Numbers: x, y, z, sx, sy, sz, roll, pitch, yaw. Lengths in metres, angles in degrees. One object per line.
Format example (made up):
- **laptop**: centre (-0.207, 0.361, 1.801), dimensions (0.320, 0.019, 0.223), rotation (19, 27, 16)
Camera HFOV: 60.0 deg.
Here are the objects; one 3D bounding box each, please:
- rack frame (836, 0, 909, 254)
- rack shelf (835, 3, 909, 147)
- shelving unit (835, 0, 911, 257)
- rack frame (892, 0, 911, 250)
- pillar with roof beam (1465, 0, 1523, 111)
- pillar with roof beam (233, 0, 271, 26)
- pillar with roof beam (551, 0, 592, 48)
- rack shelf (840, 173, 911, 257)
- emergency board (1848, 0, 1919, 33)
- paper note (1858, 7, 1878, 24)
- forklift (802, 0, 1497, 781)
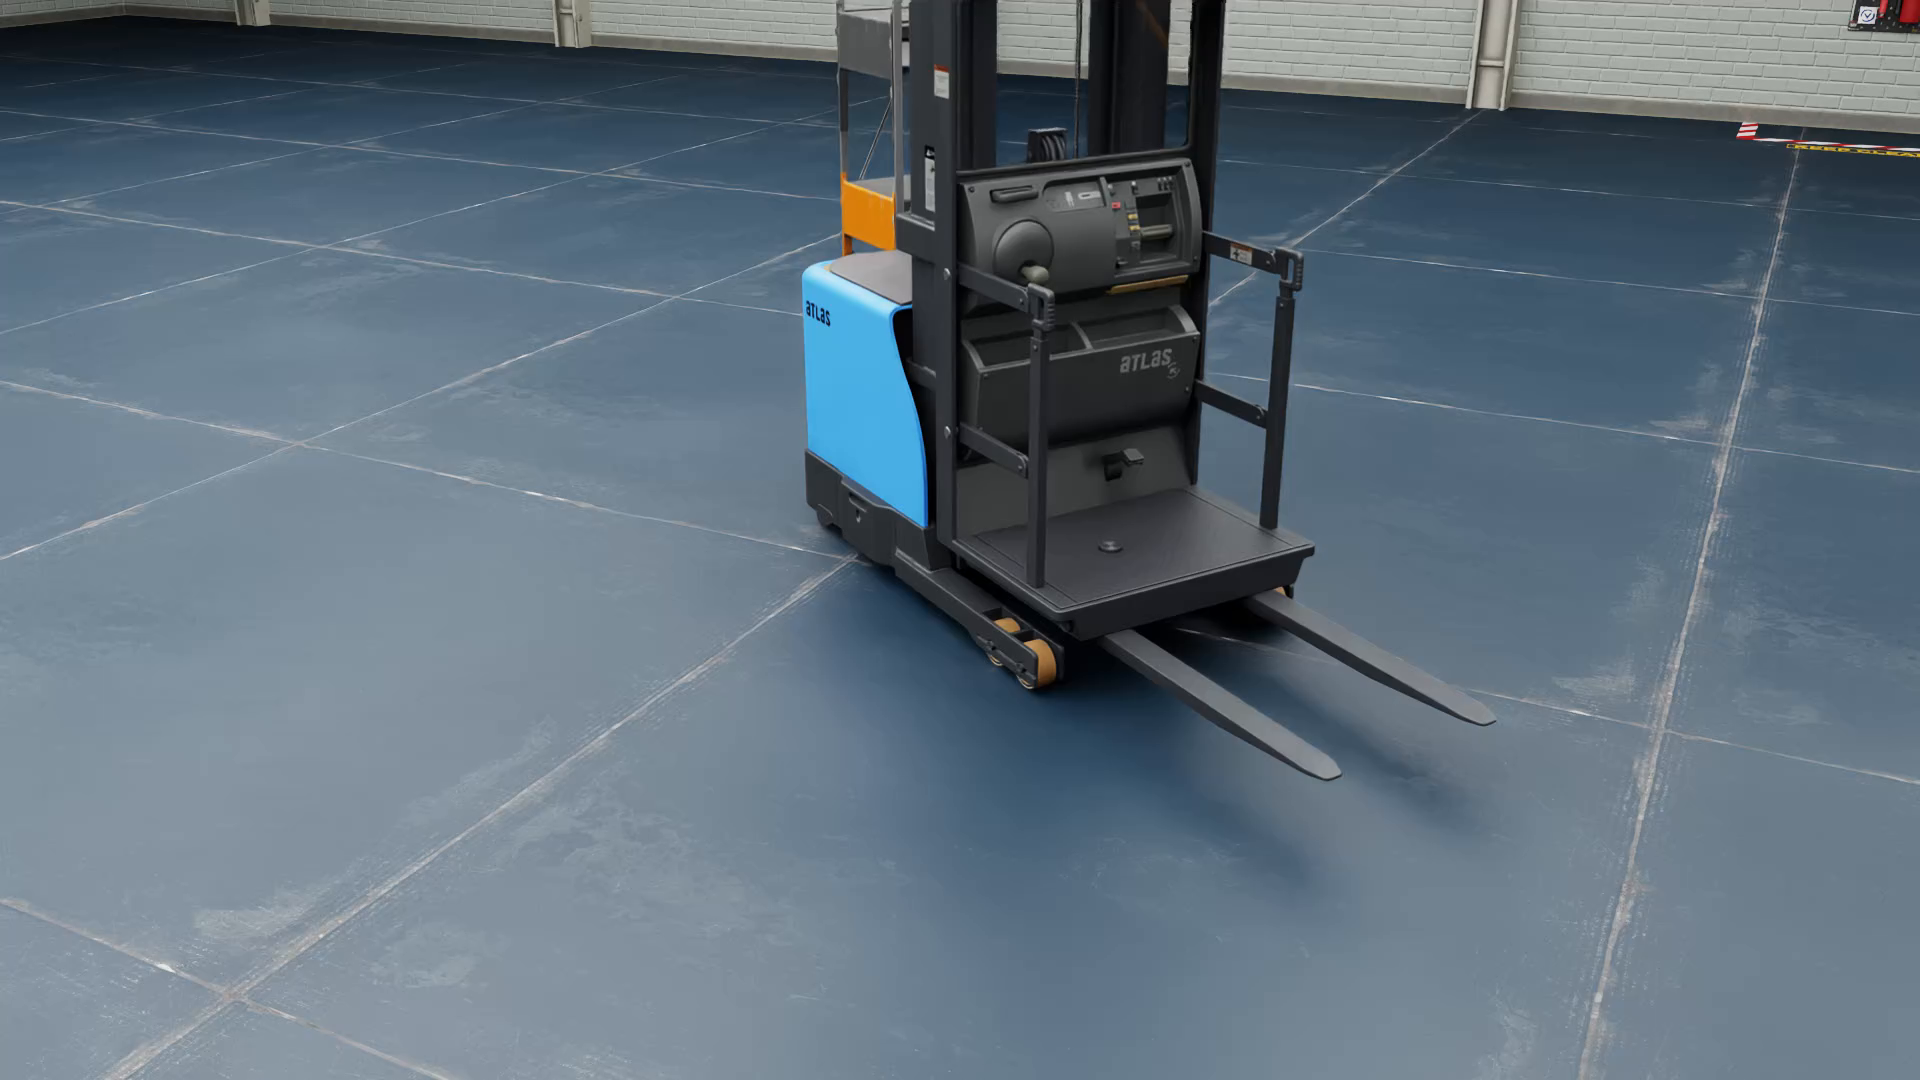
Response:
- **rack frame**: centre (-0.337, -1.390, 7.334), dimensions (0.400, 2.100, 0.015), rotation (-13, 26, -28)
- **rack shelf**: centre (-0.213, -1.939, 6.872), dimensions (0.431, 0.518, 0.480), rotation (-13, 26, -28)
- **shelving unit**: centre (-0.213, -1.307, 7.141), dimensions (0.431, 2.100, 0.503), rotation (-13, 26, -28)
- **rack frame**: centre (-0.089, -1.225, 6.947), dimensions (0.400, 2.100, 0.015), rotation (-13, 26, -28)
- **pillar with roof beam**: centre (3.575, -7.164, 12.098), dimensions (0.400, 9.000, 9.100), rotation (11, 25, 25)
- **pillar with roof beam**: centre (-12.488, -10.343, 19.572), dimensions (0.400, 9.000, 9.100), rotation (11, 25, 25)
- **pillar with roof beam**: centre (-7.134, -9.283, 17.081), dimensions (0.400, 9.000, 9.100), rotation (11, 25, 25)
- **rack shelf**: centre (-0.213, -1.295, 7.146), dimensions (0.431, 0.518, 0.480), rotation (-13, 26, -28)
- **emergency board**: centre (8.684, -5.297, 15.374), dimensions (0.643, 1.169, 0.194), rotation (11, 25, 25)
- **paper note**: centre (8.557, -4.947, 15.676), dimensions (0.142, 0.148, 0.016), rotation (11, 25, 25)
- **forklift**: centre (0.539, -1.055, 5.485), dimensions (1.130, 2.935, 3.031), rotation (-13, 26, -28)
